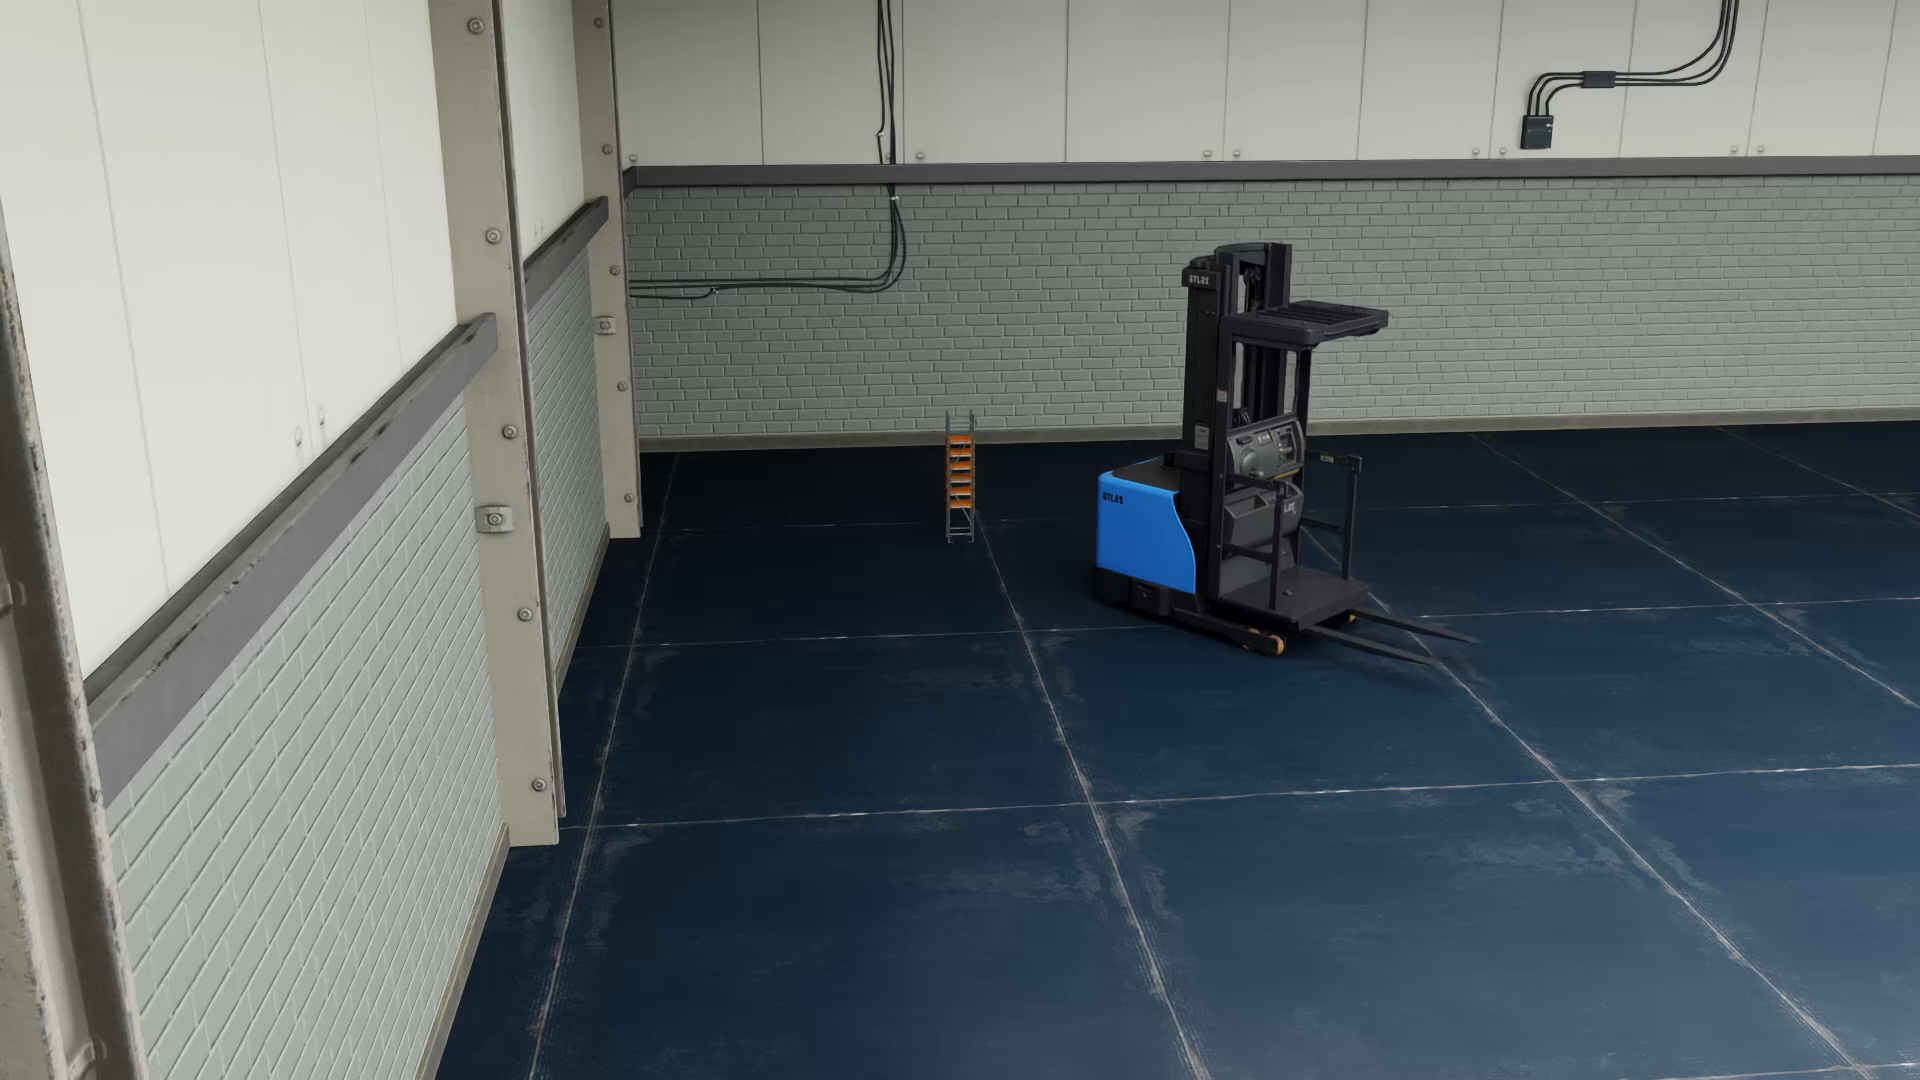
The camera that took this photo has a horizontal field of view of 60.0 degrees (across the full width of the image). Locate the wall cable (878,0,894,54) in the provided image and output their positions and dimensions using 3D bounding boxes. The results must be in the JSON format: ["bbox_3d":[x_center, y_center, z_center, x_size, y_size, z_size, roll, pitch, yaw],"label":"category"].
[{"bbox_3d":[0.579,-6.303,17.056,3.097,2.526,0.112,-2,18,-6],"label":"wall cable"}]

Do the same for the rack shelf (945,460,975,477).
[{"bbox_3d":[-0.001,-0.649,15.061,0.258,0.103,0.180,-2,18,-6],"label":"rack shelf"}]

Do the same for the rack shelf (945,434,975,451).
[{"bbox_3d":[-0.001,-0.878,14.989,0.258,0.103,0.180,-2,18,-6],"label":"rack shelf"}]

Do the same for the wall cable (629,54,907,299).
[{"bbox_3d":[-2.112,-3.810,17.546,3.097,2.526,0.112,-2,18,-6],"label":"wall cable"}]

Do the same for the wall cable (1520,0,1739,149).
[{"bbox_3d":[7.332,-7.203,17.491,2.305,6.003,0.169,-2,18,-6],"label":"wall cable"}]

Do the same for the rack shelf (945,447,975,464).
[{"bbox_3d":[-0.001,-0.763,15.025,0.258,0.103,0.180,-2,18,-6],"label":"rack shelf"}]

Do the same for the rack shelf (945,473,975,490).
[{"bbox_3d":[-0.001,-0.534,15.097,0.258,0.103,0.180,-2,18,-6],"label":"rack shelf"}]

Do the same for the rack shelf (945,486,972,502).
[{"bbox_3d":[-0.001,-0.420,15.133,0.258,0.103,0.180,-2,18,-6],"label":"rack shelf"}]

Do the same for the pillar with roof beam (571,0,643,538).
[{"bbox_3d":[1.158,-4.506,14.579,9.100,9.000,0.400,-2,18,-6],"label":"pillar with roof beam"}]

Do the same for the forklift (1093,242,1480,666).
[{"bbox_3d":[2.492,-0.696,12.574,3.031,2.935,1.130,16,24,42],"label":"forklift"}]

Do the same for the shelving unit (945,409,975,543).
[{"bbox_3d":[-0.001,-0.577,15.084,0.258,1.200,0.189,-2,18,-6],"label":"shelving unit"}]

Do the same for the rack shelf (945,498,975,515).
[{"bbox_3d":[-0.001,-0.305,15.169,0.258,0.103,0.180,-2,18,-6],"label":"rack shelf"}]

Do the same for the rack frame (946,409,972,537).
[{"bbox_3d":[-0.011,-0.604,15.171,0.240,1.200,0.006,-2,18,-6],"label":"rack frame"}]

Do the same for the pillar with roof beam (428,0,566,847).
[{"bbox_3d":[1.777,-2.718,8.885,9.100,9.000,0.400,-2,18,-6],"label":"pillar with roof beam"}]

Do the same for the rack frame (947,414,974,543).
[{"bbox_3d":[0.008,-0.550,14.997,0.240,1.200,0.006,-2,18,-6],"label":"rack frame"}]
